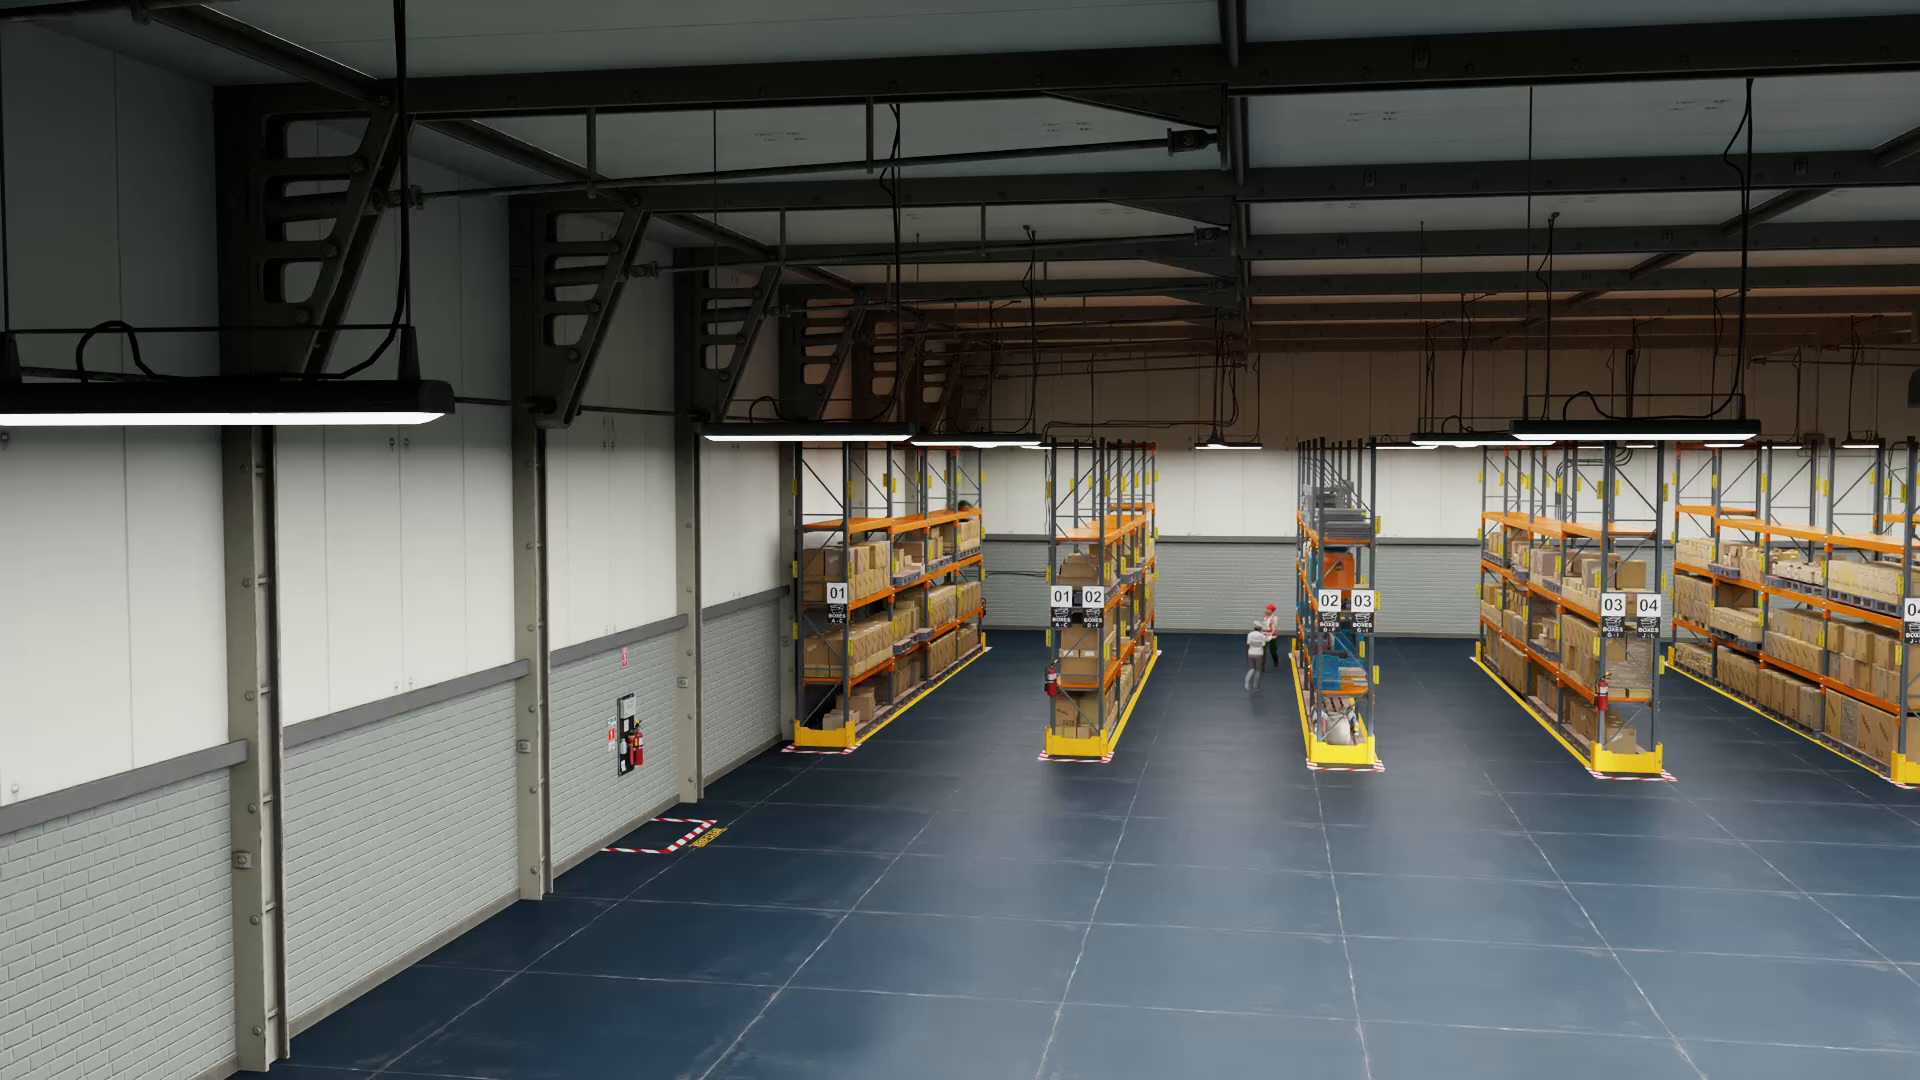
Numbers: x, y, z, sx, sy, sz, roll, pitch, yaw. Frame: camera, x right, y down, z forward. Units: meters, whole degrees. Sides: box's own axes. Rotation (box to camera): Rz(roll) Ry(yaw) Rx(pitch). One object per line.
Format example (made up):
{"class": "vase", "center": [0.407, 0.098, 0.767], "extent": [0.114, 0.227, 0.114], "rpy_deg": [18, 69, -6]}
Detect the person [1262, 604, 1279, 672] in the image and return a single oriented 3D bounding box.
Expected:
{"class": "person", "center": [8.092, 2.554, 43.443], "extent": [0.482, 1.747, 1.028], "rpy_deg": [1, 3, 23]}

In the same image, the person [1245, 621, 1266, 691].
{"class": "person", "center": [7.050, 2.770, 39.653], "extent": [0.439, 1.683, 0.500], "rpy_deg": [3, 4, 45]}
